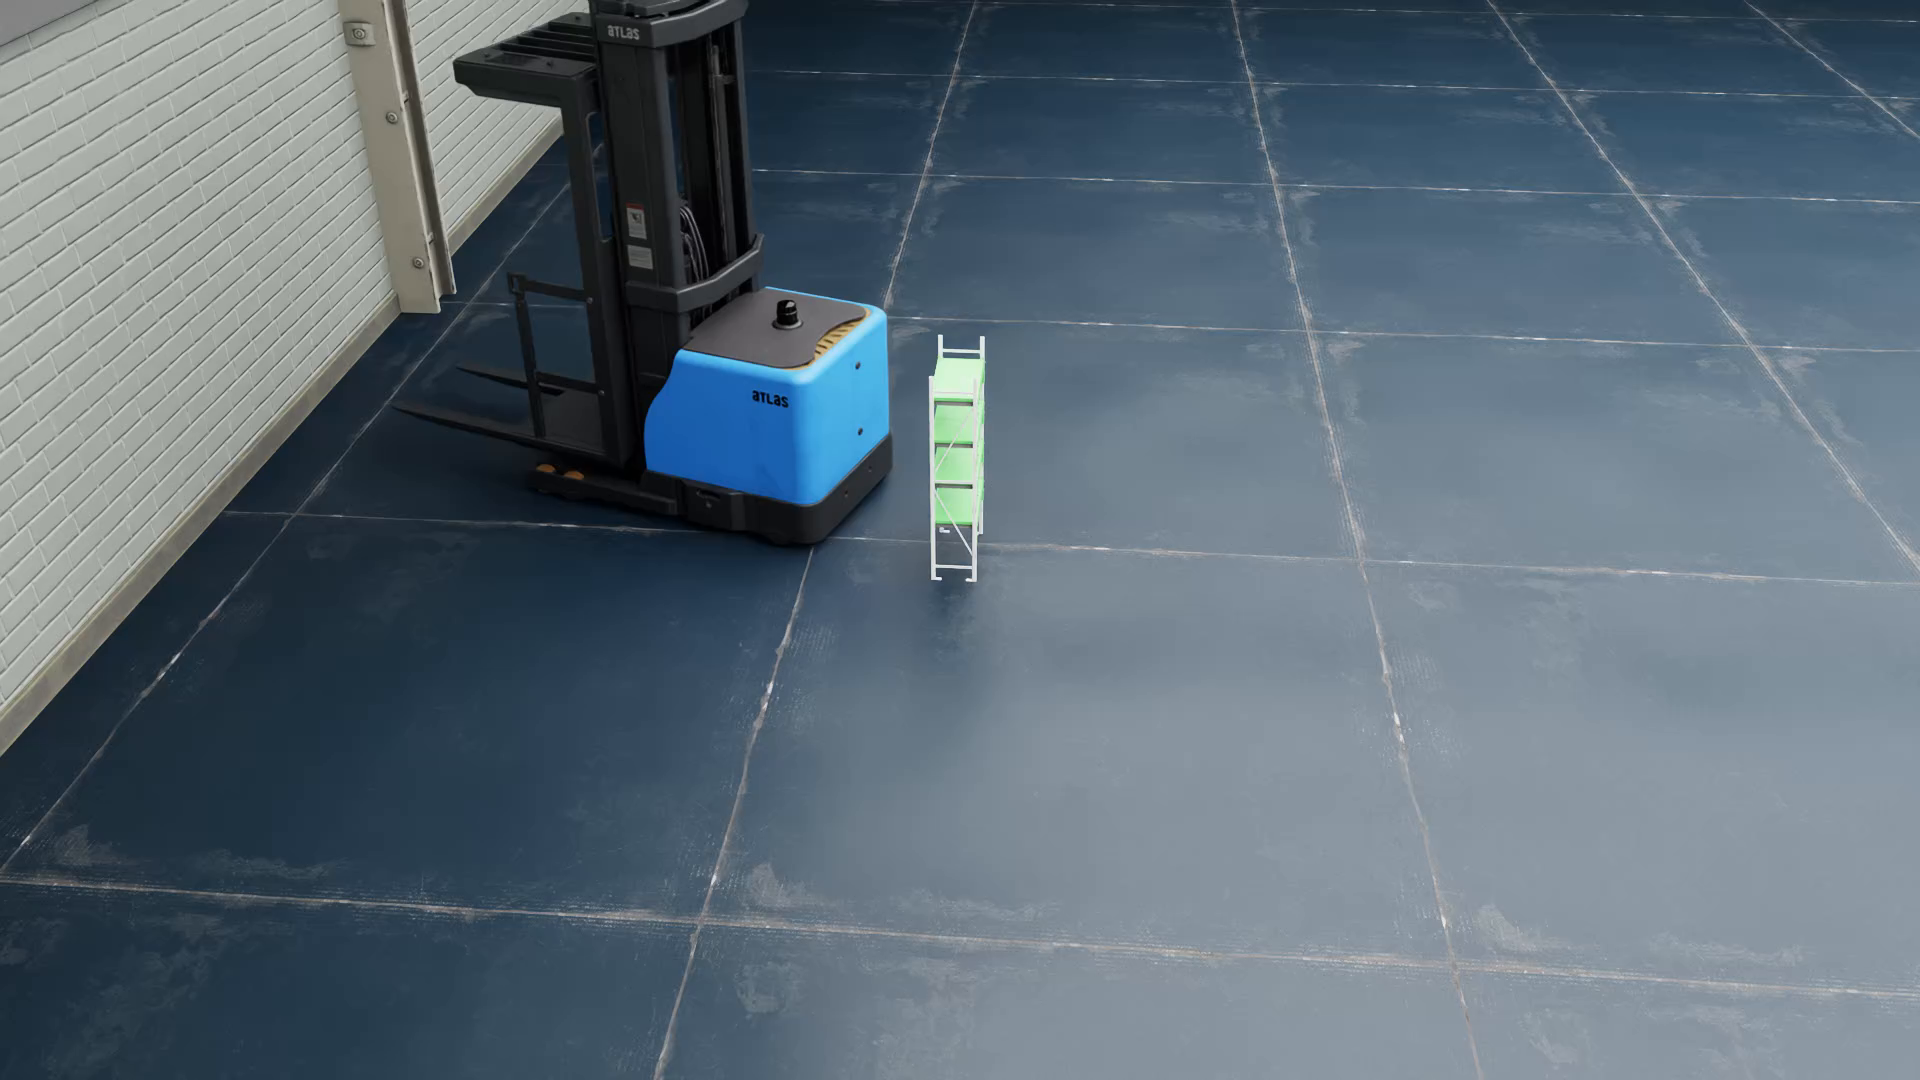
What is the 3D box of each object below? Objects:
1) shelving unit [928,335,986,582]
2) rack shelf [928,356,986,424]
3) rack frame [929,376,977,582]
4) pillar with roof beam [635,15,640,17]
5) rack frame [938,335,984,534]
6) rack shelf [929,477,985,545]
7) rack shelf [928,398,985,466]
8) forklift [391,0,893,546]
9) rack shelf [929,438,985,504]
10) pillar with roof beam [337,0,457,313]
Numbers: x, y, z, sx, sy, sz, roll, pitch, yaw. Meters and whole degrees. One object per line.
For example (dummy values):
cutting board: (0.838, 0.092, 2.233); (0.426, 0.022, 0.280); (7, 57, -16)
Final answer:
shelving unit: (-0.013, -0.424, 8.795); (0.258, 1.200, 0.503); (2, 32, 4)
rack shelf: (-0.013, -0.778, 8.576); (0.258, 0.148, 0.480); (2, 32, 4)
rack frame: (-0.033, -0.297, 8.588); (0.240, 1.200, 0.015); (2, 32, 4)
pillar with roof beam: (0.915, -8.513, 14.487); (9.100, 9.000, 0.400); (2, 32, 4)
rack frame: (0.006, -0.552, 9.002); (0.240, 1.200, 0.015); (2, 32, 4)
rack shelf: (-0.013, -0.166, 8.954); (0.258, 0.148, 0.480); (2, 32, 4)
rack shelf: (-0.013, -0.574, 8.702); (0.258, 0.148, 0.480); (2, 32, 4)
forklift: (-1.960, -1.719, 9.245); (3.031, 2.935, 1.130); (13, 34, 20)
rack shelf: (-0.013, -0.370, 8.828); (0.258, 0.148, 0.480); (2, 32, 4)
pillar with roof beam: (0.426, -5.376, 9.396); (9.100, 9.000, 0.400); (2, 32, 4)
